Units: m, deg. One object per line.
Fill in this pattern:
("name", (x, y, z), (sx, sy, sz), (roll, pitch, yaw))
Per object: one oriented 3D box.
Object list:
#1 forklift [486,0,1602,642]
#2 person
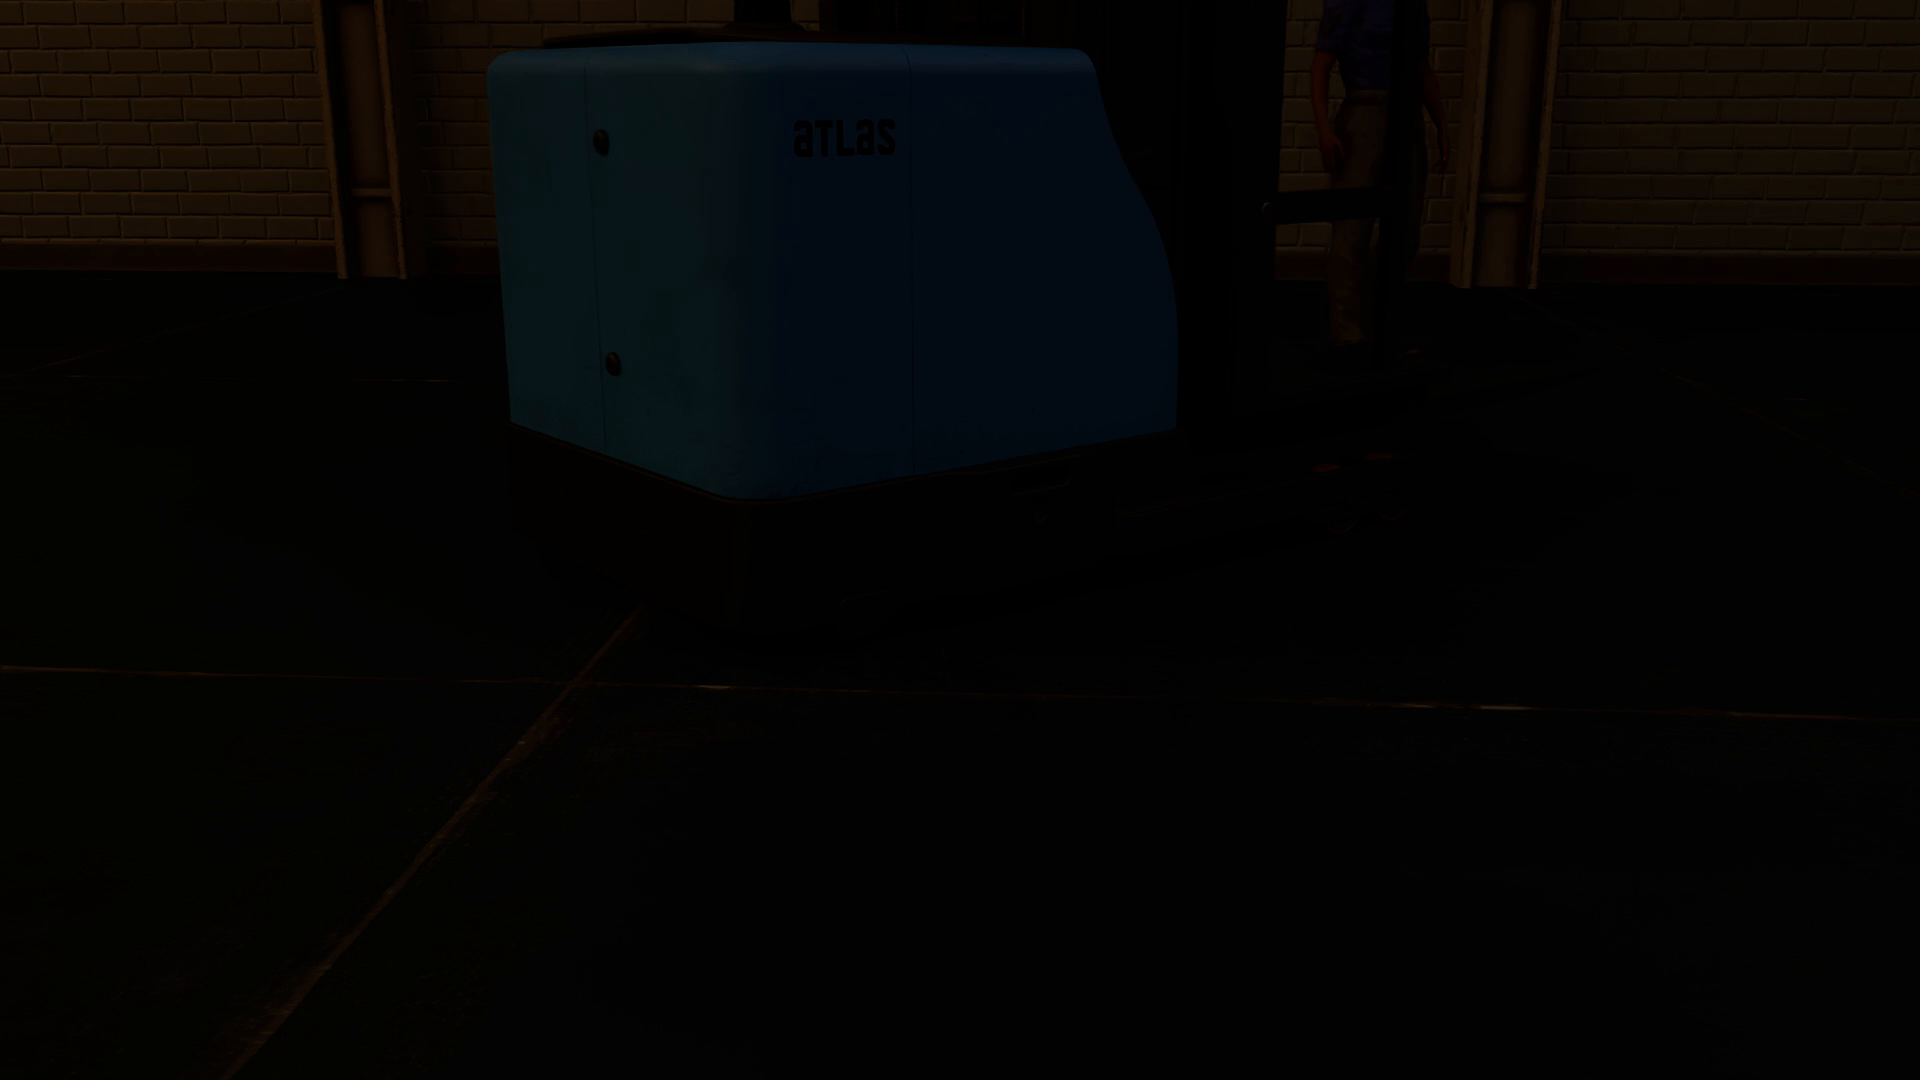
("forklift", (0.481, -1.523, 3.831), (3.031, 2.935, 1.130), (-12, 19, -37))
("person", (1.603, -1.470, 6.110), (0.573, 1.651, 0.536), (-8, 17, -26))
